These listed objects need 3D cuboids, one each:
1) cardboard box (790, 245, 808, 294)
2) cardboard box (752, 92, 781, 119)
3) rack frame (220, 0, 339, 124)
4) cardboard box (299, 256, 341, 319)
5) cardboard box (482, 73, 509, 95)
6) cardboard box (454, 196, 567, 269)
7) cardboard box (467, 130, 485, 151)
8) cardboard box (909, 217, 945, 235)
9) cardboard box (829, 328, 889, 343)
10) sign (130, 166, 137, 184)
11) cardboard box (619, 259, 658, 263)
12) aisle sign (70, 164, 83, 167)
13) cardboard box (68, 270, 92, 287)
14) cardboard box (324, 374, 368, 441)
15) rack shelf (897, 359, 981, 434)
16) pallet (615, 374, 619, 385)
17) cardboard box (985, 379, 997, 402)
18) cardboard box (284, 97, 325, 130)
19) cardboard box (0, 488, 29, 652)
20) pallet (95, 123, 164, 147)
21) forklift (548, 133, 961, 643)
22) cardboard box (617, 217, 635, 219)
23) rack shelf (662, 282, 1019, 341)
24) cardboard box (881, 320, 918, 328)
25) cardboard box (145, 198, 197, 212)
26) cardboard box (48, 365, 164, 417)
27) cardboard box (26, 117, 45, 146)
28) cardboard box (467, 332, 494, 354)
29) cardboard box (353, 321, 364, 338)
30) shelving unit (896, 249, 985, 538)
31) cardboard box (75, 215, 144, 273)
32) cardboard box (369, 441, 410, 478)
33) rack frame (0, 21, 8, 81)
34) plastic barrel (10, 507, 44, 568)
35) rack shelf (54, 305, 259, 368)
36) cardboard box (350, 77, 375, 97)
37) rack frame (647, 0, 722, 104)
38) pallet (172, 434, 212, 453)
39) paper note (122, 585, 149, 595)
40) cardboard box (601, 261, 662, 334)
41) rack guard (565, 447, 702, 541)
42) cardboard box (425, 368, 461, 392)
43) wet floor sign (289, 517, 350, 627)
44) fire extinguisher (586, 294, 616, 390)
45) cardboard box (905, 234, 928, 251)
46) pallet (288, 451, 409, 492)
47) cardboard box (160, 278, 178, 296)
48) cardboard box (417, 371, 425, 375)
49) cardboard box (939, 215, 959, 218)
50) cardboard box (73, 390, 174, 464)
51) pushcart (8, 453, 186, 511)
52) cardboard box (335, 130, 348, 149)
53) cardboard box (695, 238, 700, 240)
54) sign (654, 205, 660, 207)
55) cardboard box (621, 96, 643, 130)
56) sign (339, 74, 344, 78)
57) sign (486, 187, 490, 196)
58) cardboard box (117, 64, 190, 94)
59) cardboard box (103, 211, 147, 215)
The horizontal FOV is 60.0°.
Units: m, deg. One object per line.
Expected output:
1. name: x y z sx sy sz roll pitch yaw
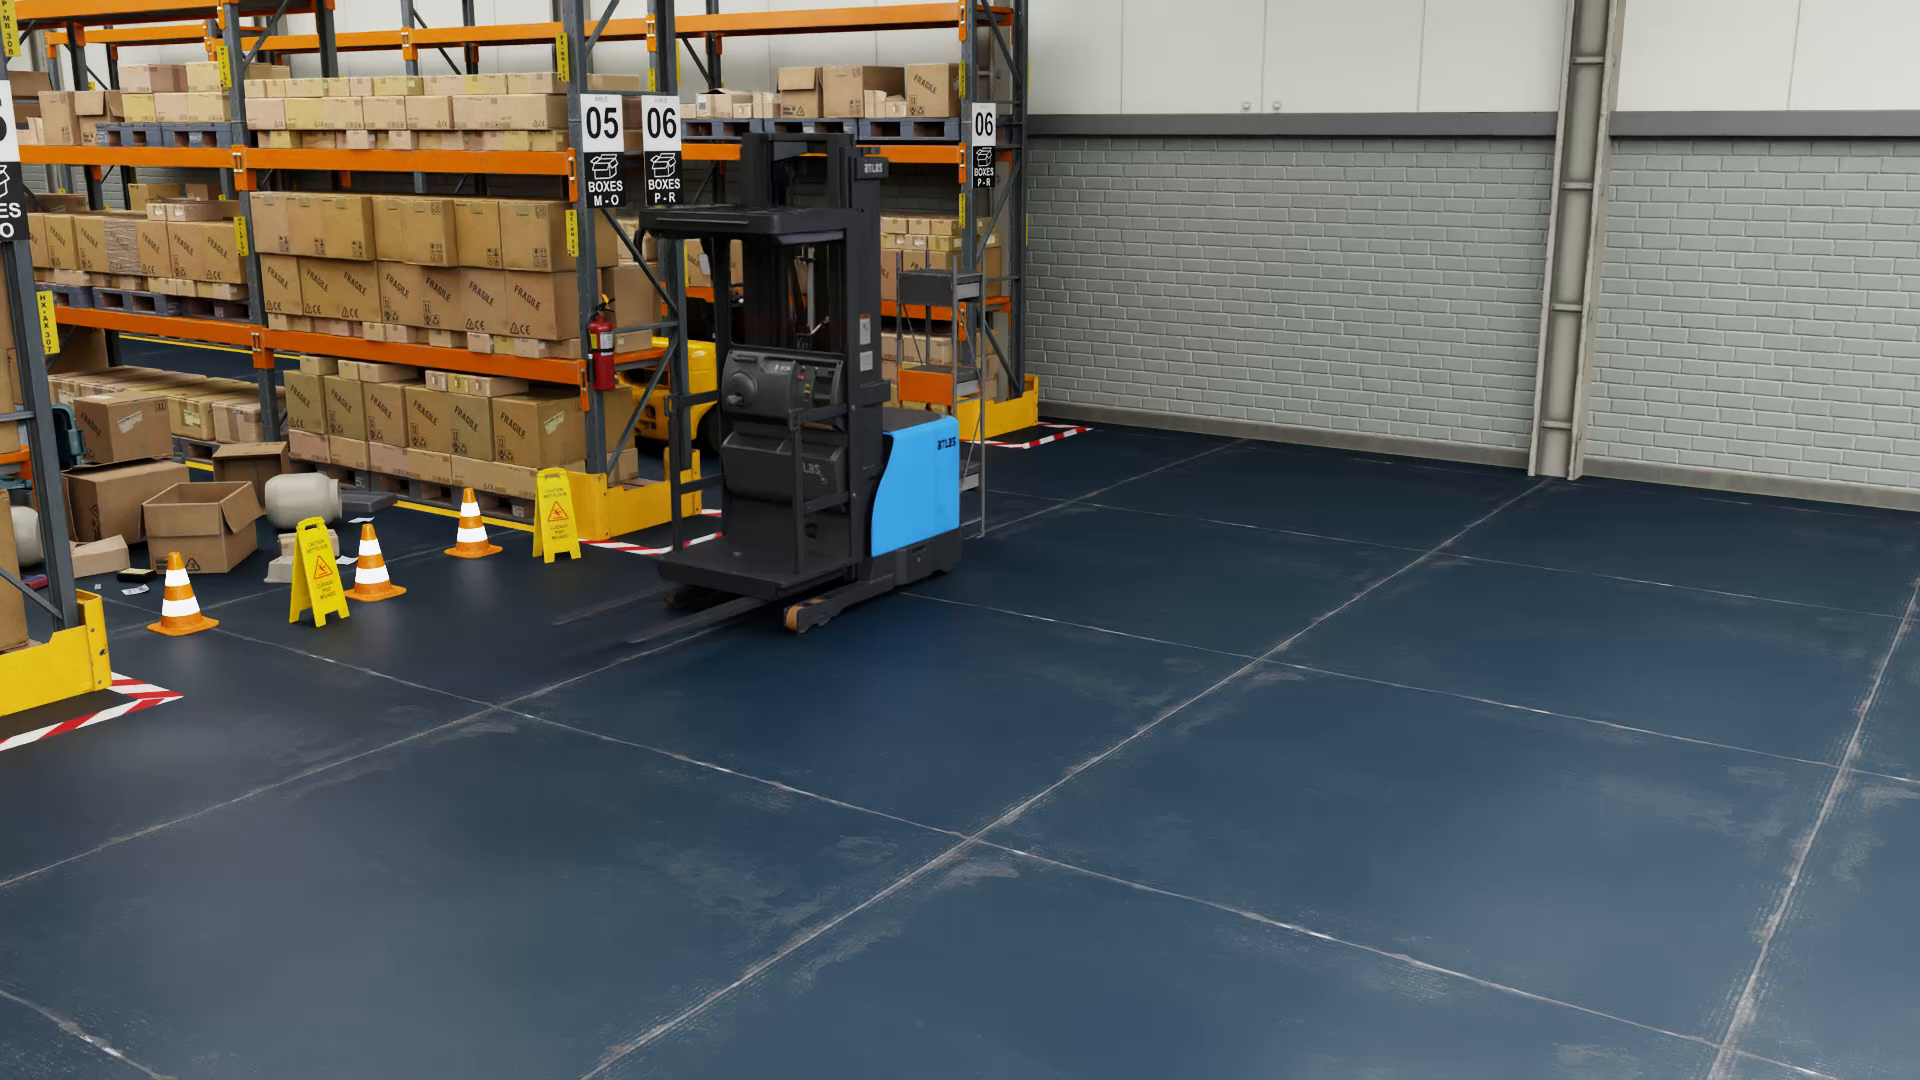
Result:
1. cardboard box: -1.491 -2.830 17.305 0.500 0.500 0.500 9 17 33
2. cardboard box: -1.919 -4.483 17.144 0.258 0.266 0.396 9 16 31
3. rack frame: -5.748 -5.021 13.879 0.127 3.000 1.000 9 17 33
4. cardboard box: -5.109 -2.124 13.836 0.500 0.500 0.500 9 17 33
5. cardboard box: -3.289 -3.353 12.246 0.250 0.149 0.380 9 16 32
6. cardboard box: -3.391 -2.345 12.646 0.500 0.500 0.700 9 17 33
7. cardboard box: -3.481 -3.015 12.541 0.250 0.149 0.380 9 17 33
8. cardboard box: -0.299 -3.103 16.440 0.250 0.149 0.380 9 17 33
9. cardboard box: -1.069 -2.050 17.128 0.500 0.250 0.500 9 17 34
10. sign: -12.612 -5.532 25.360 0.005 0.325 0.100 9 17 33
11. cardboard box: -3.545 -3.042 18.680 0.500 0.250 0.500 10 17 34
12. aisle sign: -13.159 -5.921 24.589 0.004 0.787 0.394 9 17 33
13. cardboard box: -8.268 -2.515 15.889 0.250 0.149 0.380 9 17 33
14. cardboard box: -4.959 -1.139 13.972 0.500 0.500 0.500 10 17 35
15. rack shelf: -0.137 -1.028 12.164 0.480 0.518 0.431 9 17 33
16. pallet: -3.614 -1.836 19.302 1.213 0.211 1.003 9 17 33
17. cardboard box: 0.040 -1.537 17.136 0.500 0.250 0.500 9 17 33
18. cardboard box: -5.103 -3.455 13.490 0.500 0.250 0.500 9 17 32
19. cardboard box: -5.708 0.178 8.910 0.875 0.875 0.875 9 17 33
20. pallet: -7.063 -3.716 15.241 1.003 0.211 1.213 9 17 33
21. forklift: -1.230 -0.990 10.224 1.130 2.935 3.031 9 17 33
22. cardboard box: -3.969 -3.701 19.473 0.250 0.149 0.380 9 17 33
23. rack shelf: -1.322 -2.482 17.602 4.000 0.370 1.077 9 17 33
24. cardboard box: -0.781 -2.155 17.552 0.500 0.250 0.500 9 17 32
25. cardboard box: -7.552 -3.194 15.931 0.250 0.149 0.380 8 16 30
26. cardboard box: -8.604 -1.496 16.718 0.625 0.372 0.950 8 16 29
27. cardboard box: -8.689 -3.926 15.976 0.258 0.266 0.396 9 17 33
28. cardboard box: -3.562 -1.537 12.812 0.250 0.149 0.380 10 17 34
29. cardboard box: -4.765 -1.758 13.705 0.250 0.149 0.380 9 17 33
30. shelving unit: -0.137 -1.041 12.161 0.503 2.100 0.431 9 17 33
31. cardboard box: -7.942 -2.797 15.679 0.500 0.500 0.500 10 17 34
32. cardboard box: -4.518 -0.705 13.777 0.500 0.250 0.500 9 16 32
33. rack frame: -5.108 -3.484 7.670 0.127 3.000 1.000 9 17 33
34. plastic barrel: -6.630 -0.011 11.488 0.512 0.421 0.421 -4 14 -16
35. rack shelf: -7.408 -2.028 15.769 4.000 0.370 1.077 9 17 33
36. cardboard box: -4.558 -3.559 13.078 0.250 0.149 0.380 9 16 32
37. rack frame: -2.981 -6.011 17.879 0.127 3.000 1.000 9 17 33
38. pallet: -7.412 -1.023 16.015 1.213 0.211 1.003 9 17 33
39. paper note: -5.427 0.327 10.942 0.144 0.017 0.142 -10 17 -35
40. cardboard box: -2.667 -1.884 12.865 0.500 0.500 0.500 9 16 32
41. rack guard: -2.492 -0.369 12.774 0.348 0.500 1.175 9 17 33
42. cardboard box: -4.006 -1.282 13.196 0.250 0.149 0.380 10 17 35
43. wet floor sign: -3.979 0.180 10.253 0.232 0.644 0.267 6 15 23
44. fire extinguisher: -2.591 -1.428 12.009 0.183 0.674 0.296 9 17 33
45. cardboard box: -0.335 -2.945 16.419 0.250 0.149 0.380 9 17 34
46. pallet: -5.171 -0.672 14.599 1.213 0.211 1.003 9 17 33
47. cardboard box: -6.986 -2.304 15.039 0.250 0.149 0.380 9 17 33
48. cardboard box: -4.261 -1.180 14.135 0.500 0.500 0.500 10 17 36
49. cardboard box: -0.007 -3.206 16.855 0.250 0.149 0.380 10 17 35
50. cardboard box: -6.717 -0.904 13.359 0.500 0.500 0.500 9 17 33
51. pushcart: -6.979 -0.375 13.051 0.936 0.377 1.648 3 14 14
52. cardboard box: -4.772 -3.215 13.349 0.250 0.149 0.380 9 16 31
53. cardboard box: -2.648 -3.333 17.986 0.250 0.149 0.380 10 17 34
54. sign: -3.276 -3.513 18.028 0.005 0.325 0.100 9 17 33
55. cardboard box: -2.698 -3.221 12.541 0.500 0.250 0.500 9 16 32
56. sign: -5.452 -3.925 14.618 0.005 0.325 0.100 9 17 33
57. sign: -5.993 -4.309 21.076 0.005 0.325 0.100 9 17 33
58. cardboard box: -7.159 -4.123 14.893 0.500 0.250 0.500 10 17 34
59. cardboard box: -8.100 -2.969 16.375 0.500 0.500 0.500 9 16 32
